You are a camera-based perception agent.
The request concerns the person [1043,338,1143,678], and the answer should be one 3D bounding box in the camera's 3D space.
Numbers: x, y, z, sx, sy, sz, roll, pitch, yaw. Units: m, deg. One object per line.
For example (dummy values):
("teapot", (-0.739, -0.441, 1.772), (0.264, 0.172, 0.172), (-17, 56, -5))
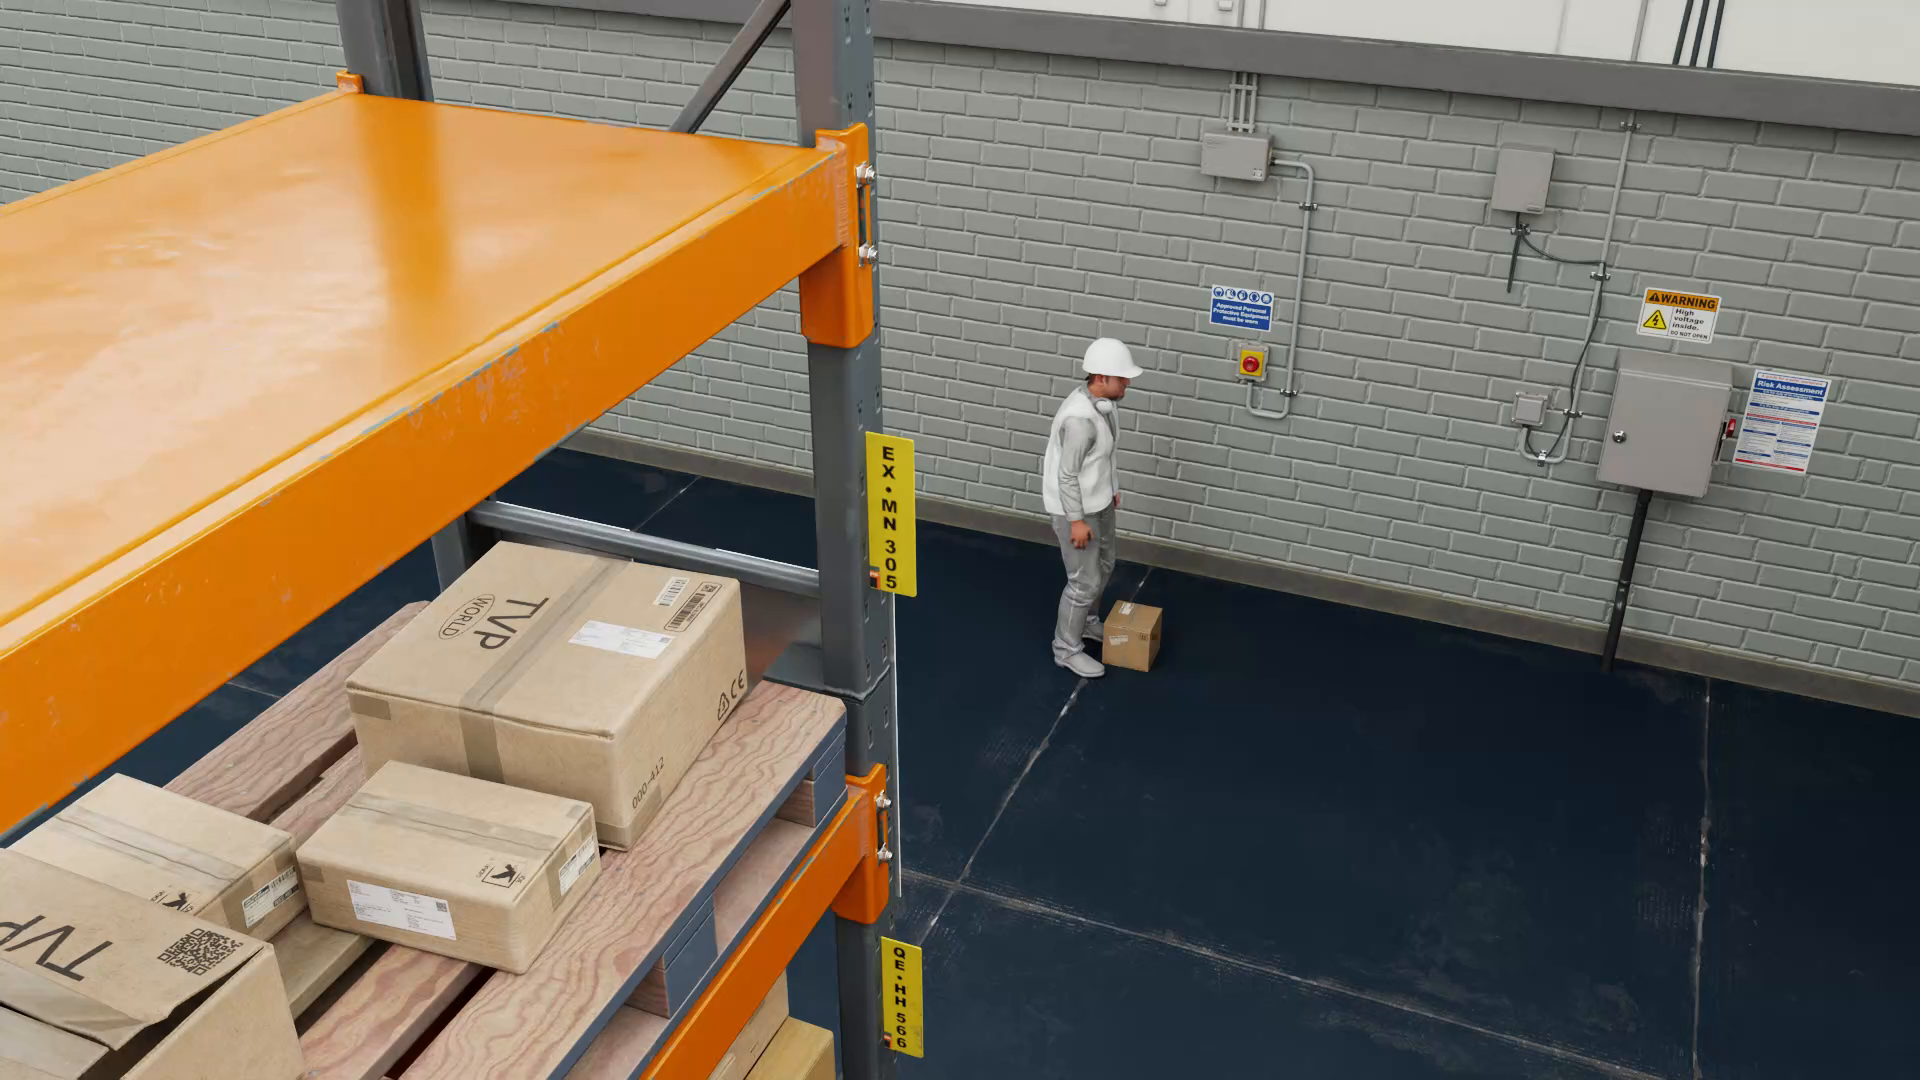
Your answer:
("person", (0.656, -0.194, 8.447), (0.461, 1.769, 0.580), (11, 31, 19))
